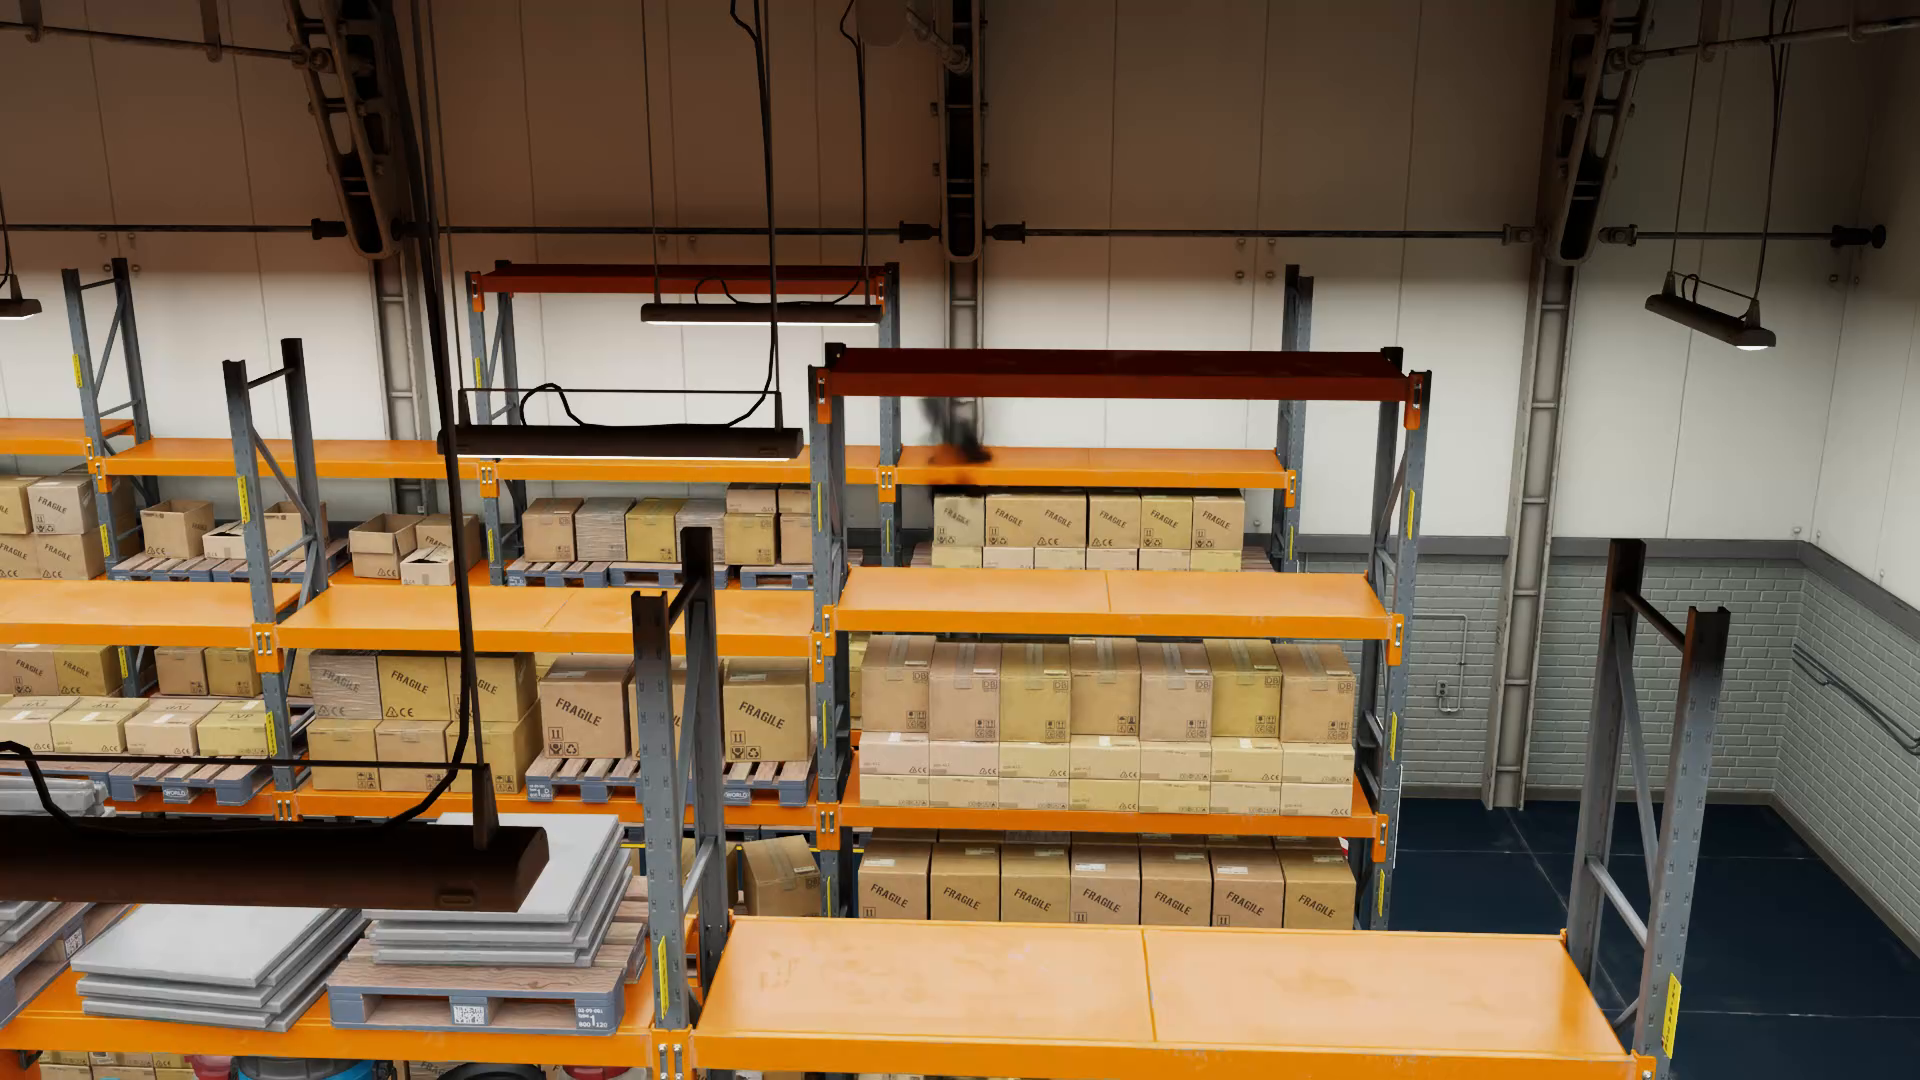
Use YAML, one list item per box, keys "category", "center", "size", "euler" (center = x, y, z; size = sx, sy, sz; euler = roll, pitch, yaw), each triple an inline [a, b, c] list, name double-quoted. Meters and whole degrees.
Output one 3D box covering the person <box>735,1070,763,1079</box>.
- category: "person"
  center: [-1.370, 4.218, 10.945]
  size: [0.800, 1.849, 0.646]
  euler: [-3, 16, -9]
